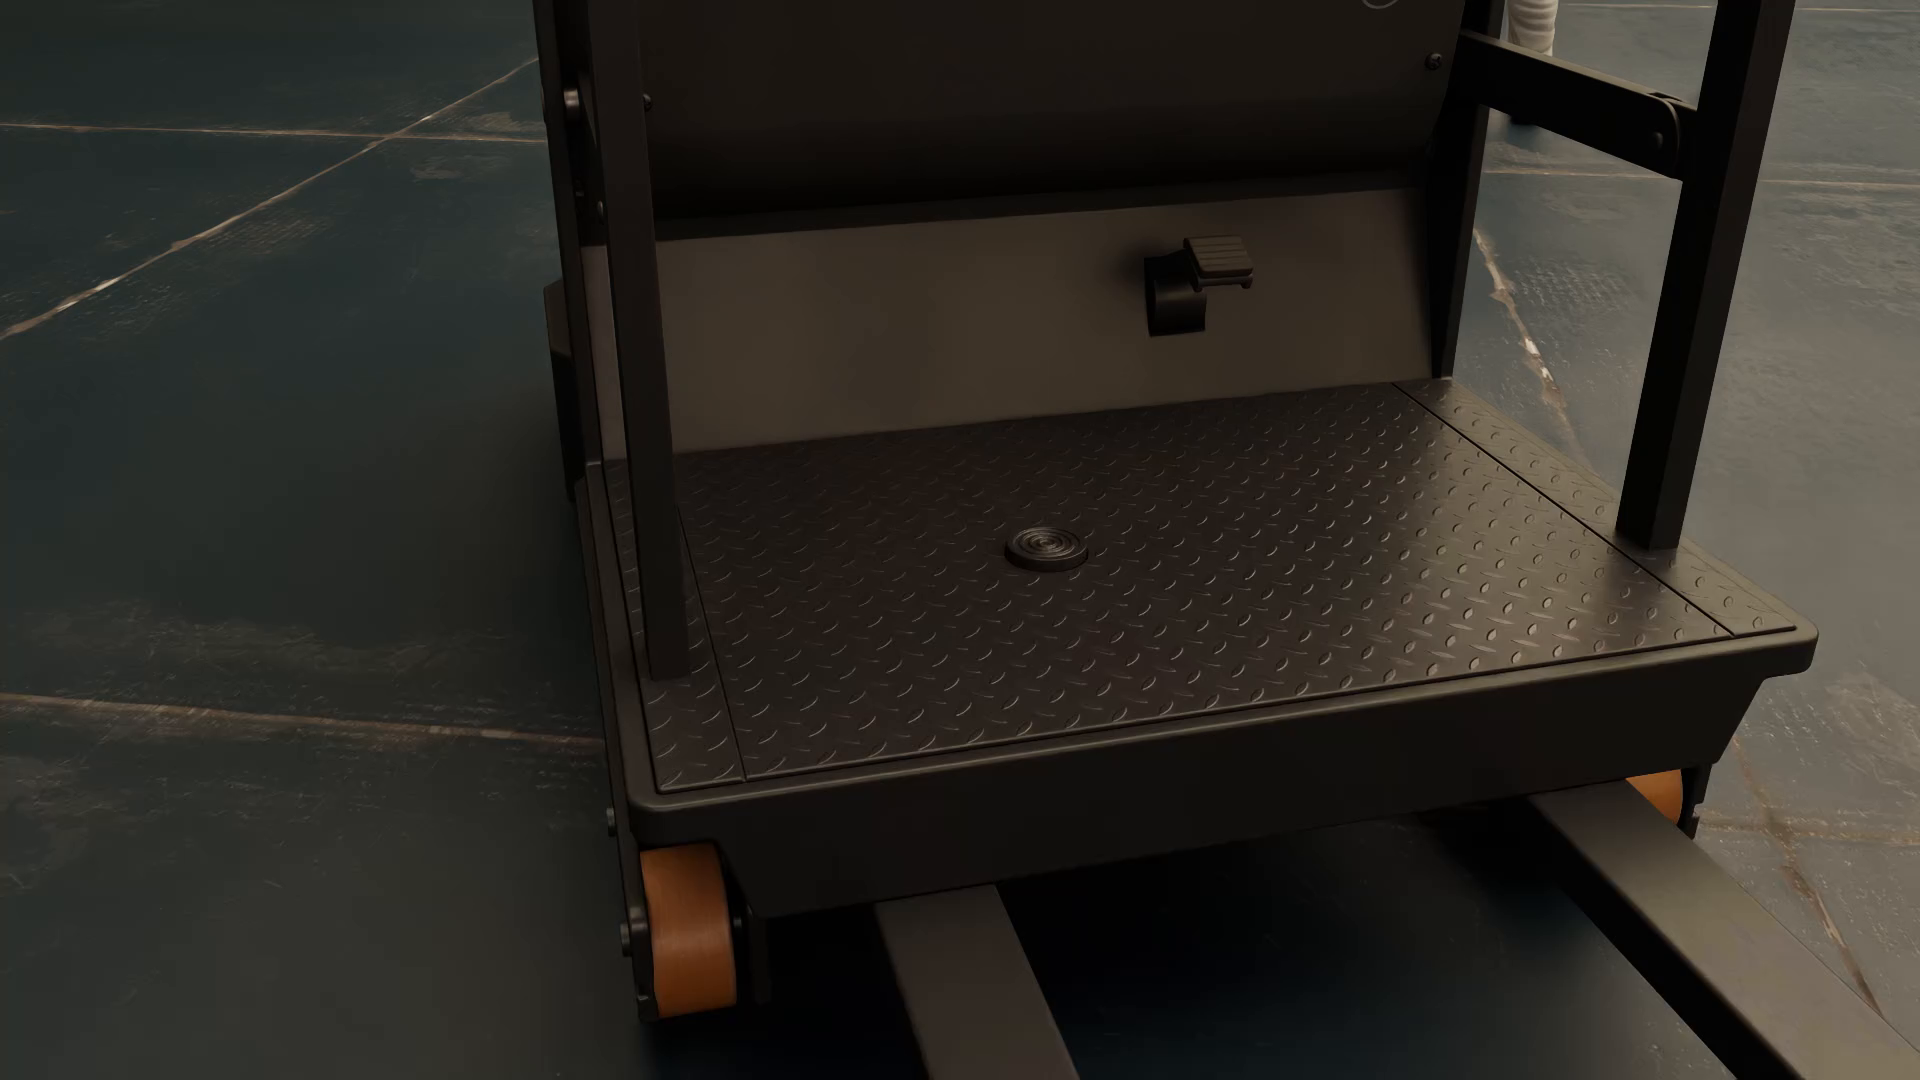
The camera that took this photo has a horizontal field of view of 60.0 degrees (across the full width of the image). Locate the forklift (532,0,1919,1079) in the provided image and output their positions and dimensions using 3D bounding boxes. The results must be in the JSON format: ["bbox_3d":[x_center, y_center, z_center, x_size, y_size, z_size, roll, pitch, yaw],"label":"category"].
[{"bbox_3d":[0.153,-1.049,1.319,1.130,2.935,3.031,-7,27,-13],"label":"forklift"}]

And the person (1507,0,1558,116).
[{"bbox_3d":[1.508,-2.013,4.652,0.599,1.671,0.529,1,27,2],"label":"person"}]
